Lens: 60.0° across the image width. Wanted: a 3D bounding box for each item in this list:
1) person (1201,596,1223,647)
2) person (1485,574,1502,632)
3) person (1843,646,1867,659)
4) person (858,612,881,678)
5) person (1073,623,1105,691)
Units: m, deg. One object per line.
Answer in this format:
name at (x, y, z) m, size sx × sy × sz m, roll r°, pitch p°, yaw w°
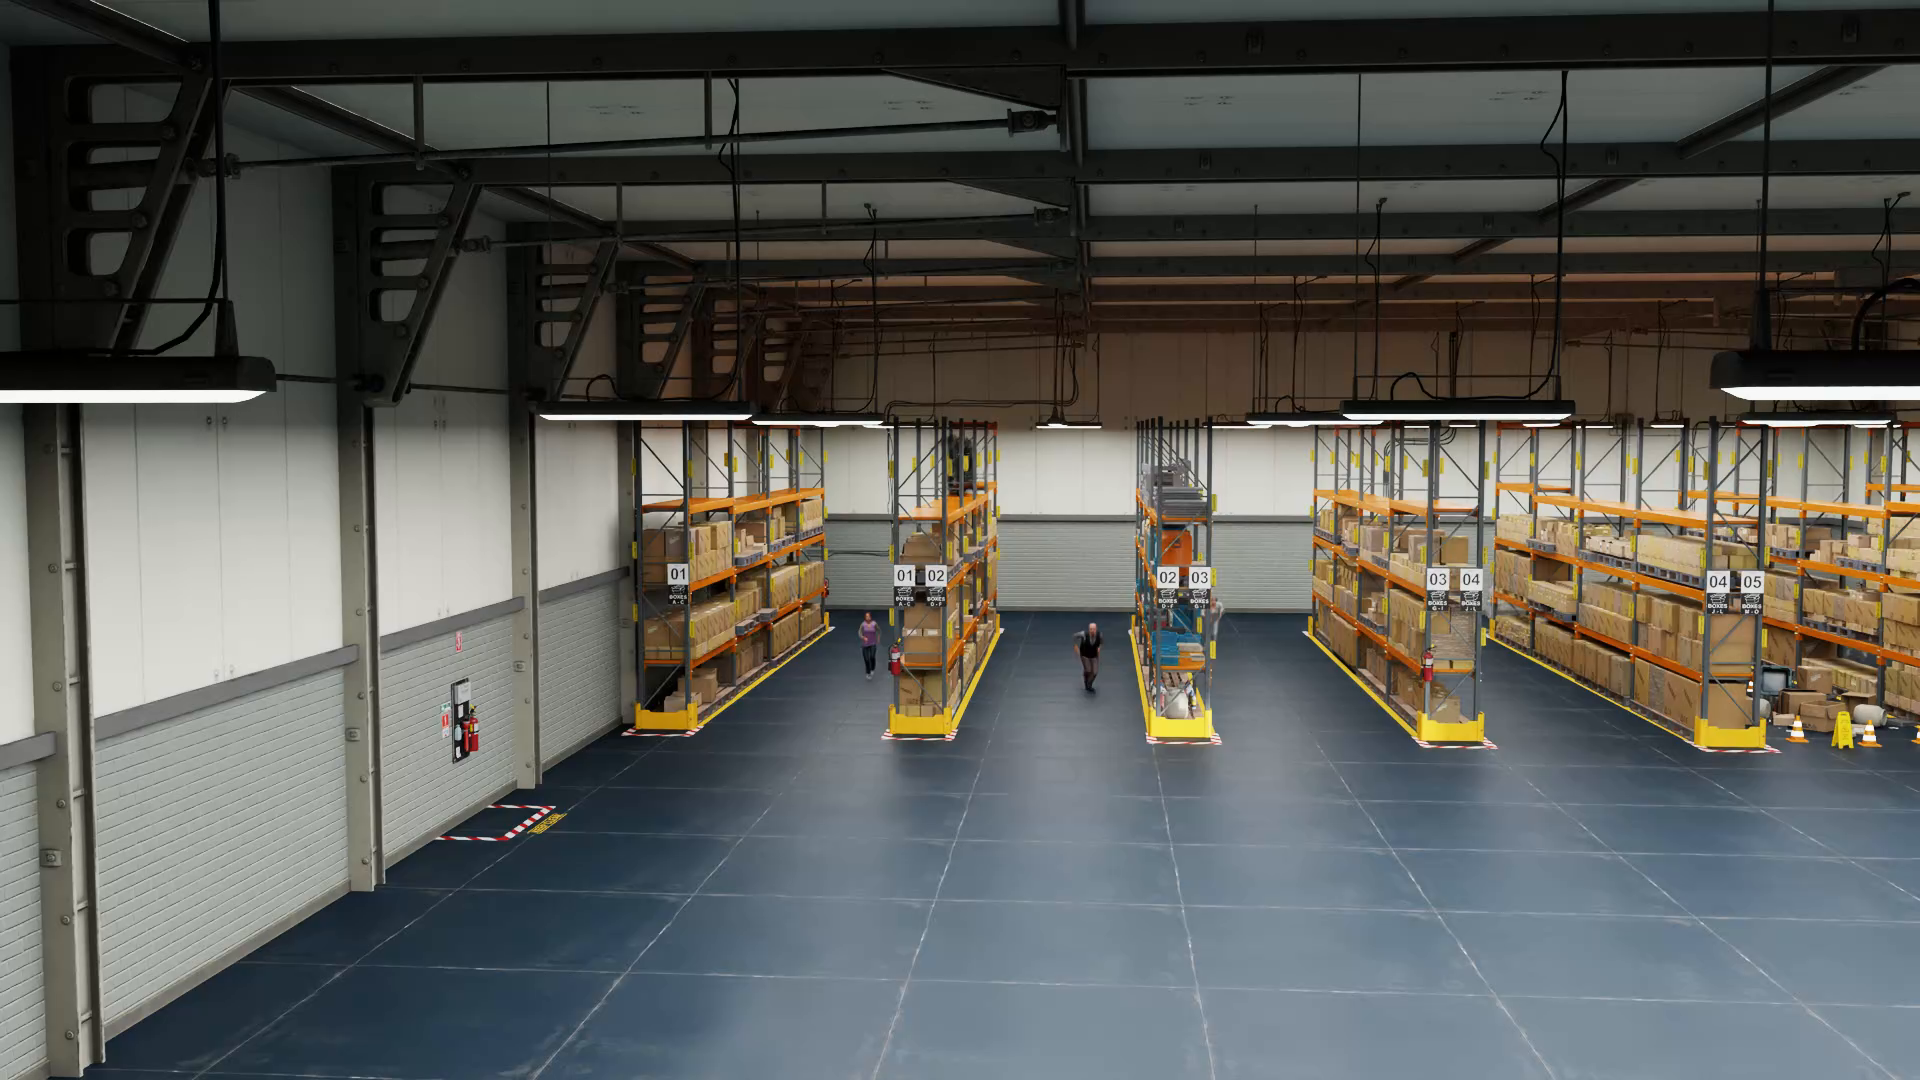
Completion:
person at (6.473, 2.180, 42.911) m, size 0.573 × 1.546 × 0.917 m, roll 0°, pitch 4°, yaw -8°
person at (15.233, 1.778, 47.266) m, size 0.582 × 1.716 × 0.714 m, roll 0°, pitch 4°, yaw 6°
person at (22.413, 2.169, 41.640) m, size 0.552 × 1.730 × 0.801 m, roll 0°, pitch 4°, yaw -5°
person at (-2.085, 2.427, 38.267) m, size 0.507 × 1.560 × 0.701 m, roll 0°, pitch 4°, yaw -1°
person at (2.818, 2.574, 36.425) m, size 0.685 × 1.543 × 0.859 m, roll 0°, pitch 4°, yaw -7°
